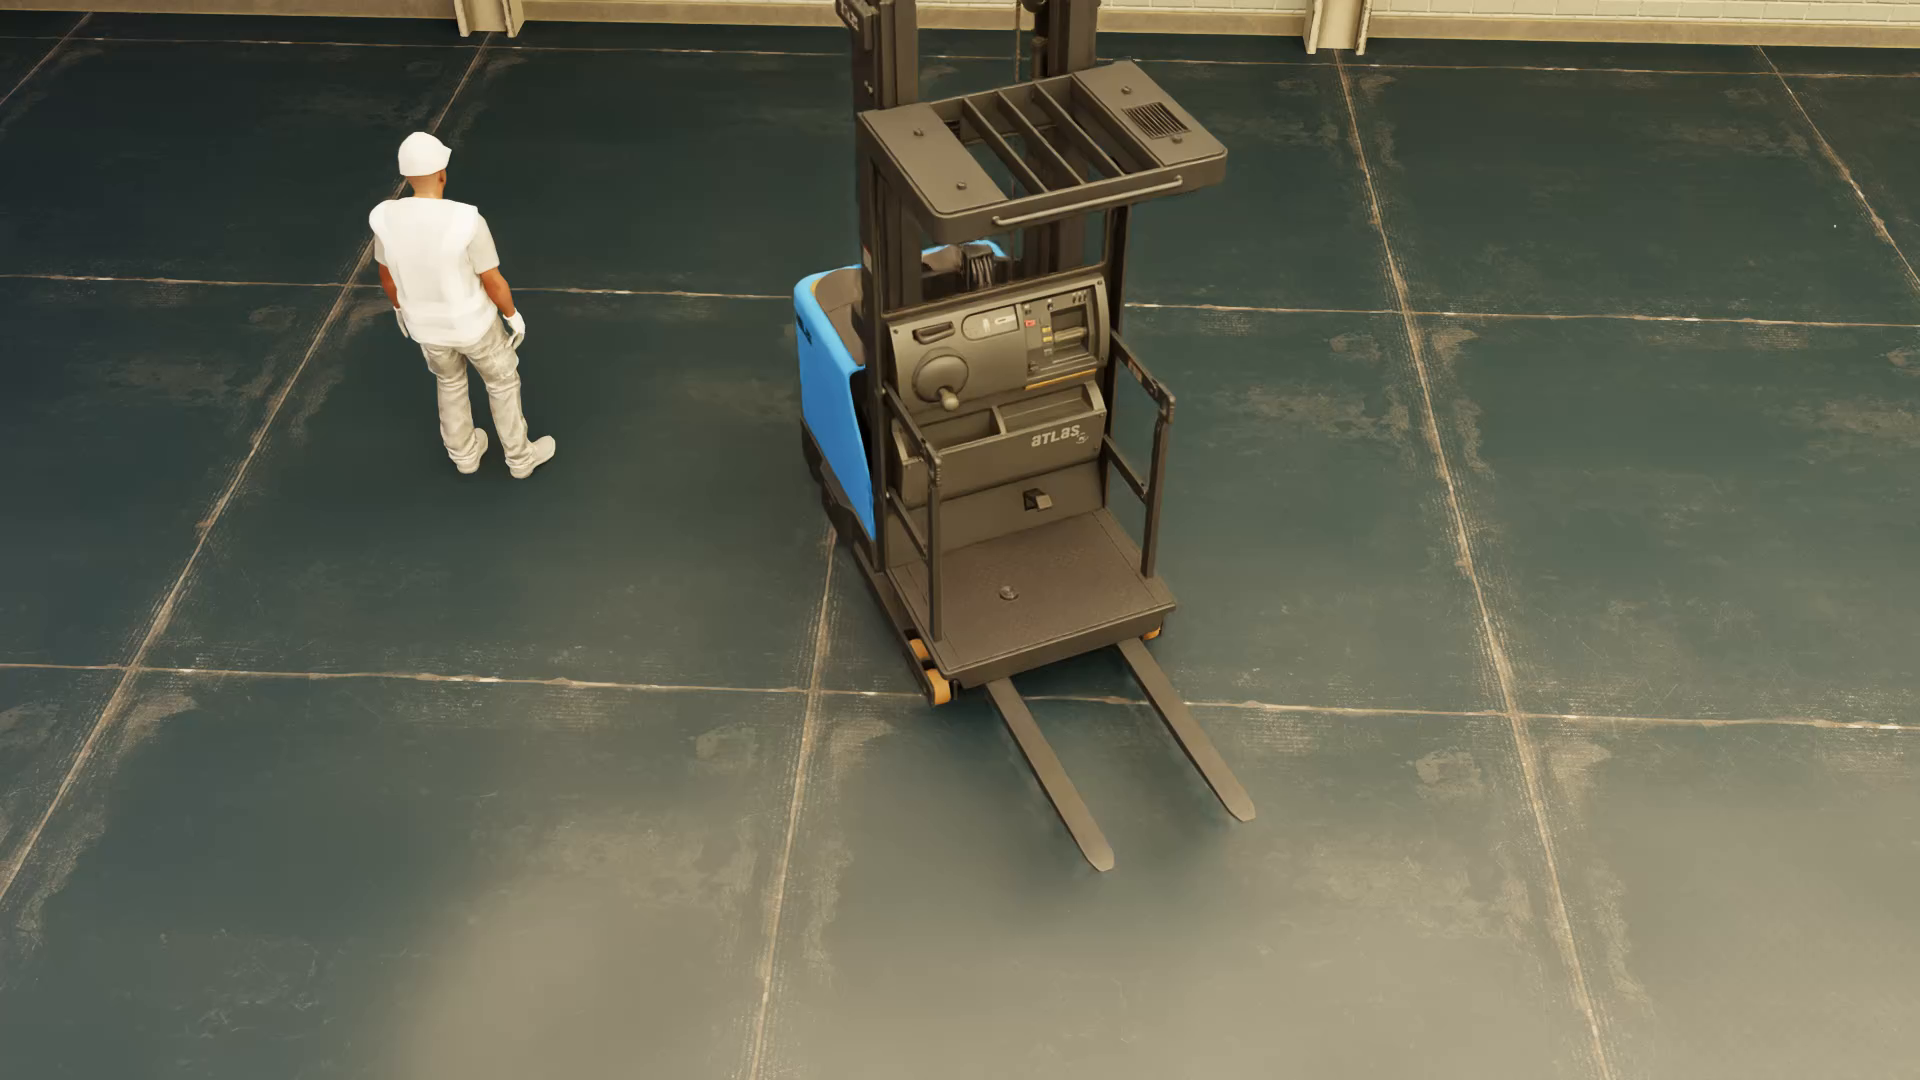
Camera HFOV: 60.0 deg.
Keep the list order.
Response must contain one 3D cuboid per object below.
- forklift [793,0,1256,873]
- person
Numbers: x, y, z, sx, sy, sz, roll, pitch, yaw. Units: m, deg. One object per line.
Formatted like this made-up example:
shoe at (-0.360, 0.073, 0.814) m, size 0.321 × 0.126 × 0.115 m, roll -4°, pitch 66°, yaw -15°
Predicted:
forklift at (-12.745, -1.209, 7.067) m, size 24.538 × 2.935 × 14.427 m, roll -16°, pitch 45°, yaw -17°
person at (-2.339, -1.059, 7.764) m, size 0.617 × 1.772 × 0.426 m, roll 7°, pitch 43°, yaw 8°
